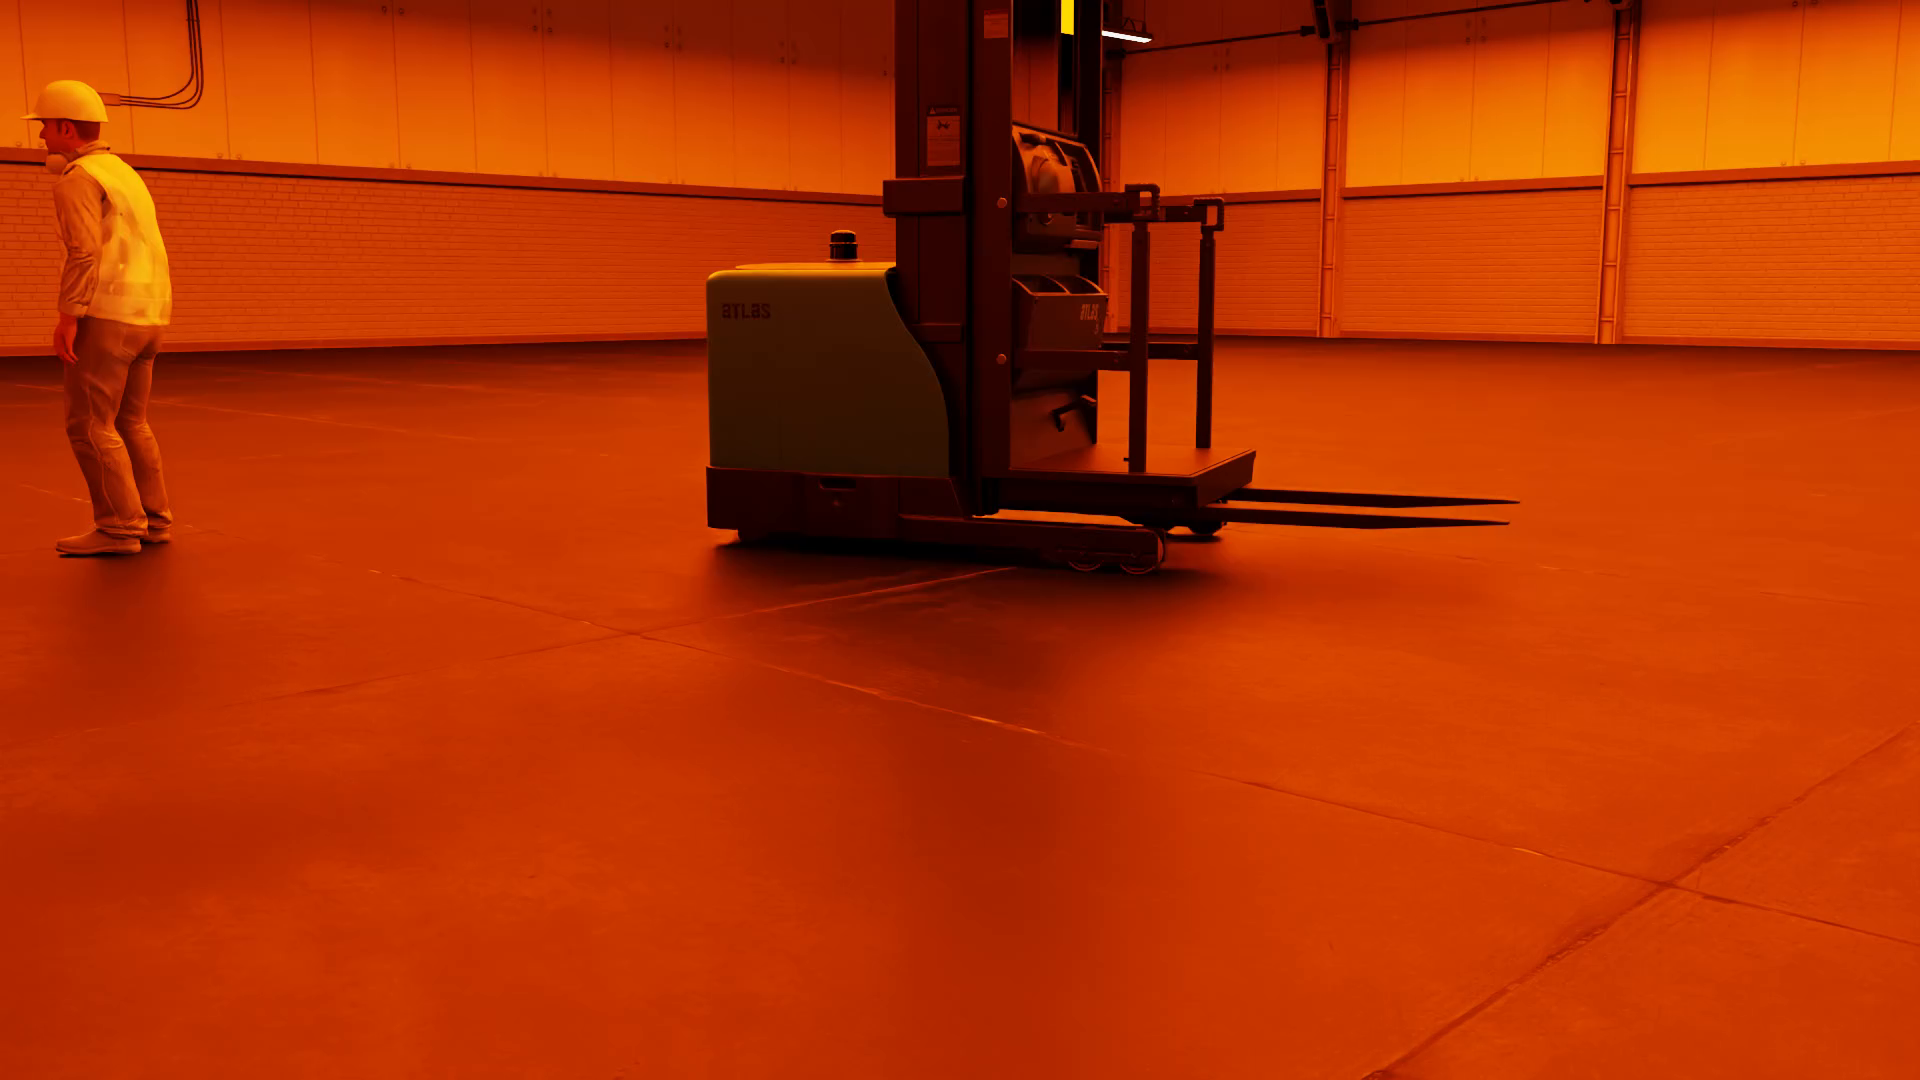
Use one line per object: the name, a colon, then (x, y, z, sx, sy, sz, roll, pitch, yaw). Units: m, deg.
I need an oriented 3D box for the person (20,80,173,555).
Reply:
person: (-3.272, -0.843, 6.366, 0.457, 1.773, 0.583, -1, 9, -5)

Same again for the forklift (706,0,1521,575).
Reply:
forklift: (0.565, -1.416, 6.275, 3.031, 2.935, 1.130, 3, 9, 22)
